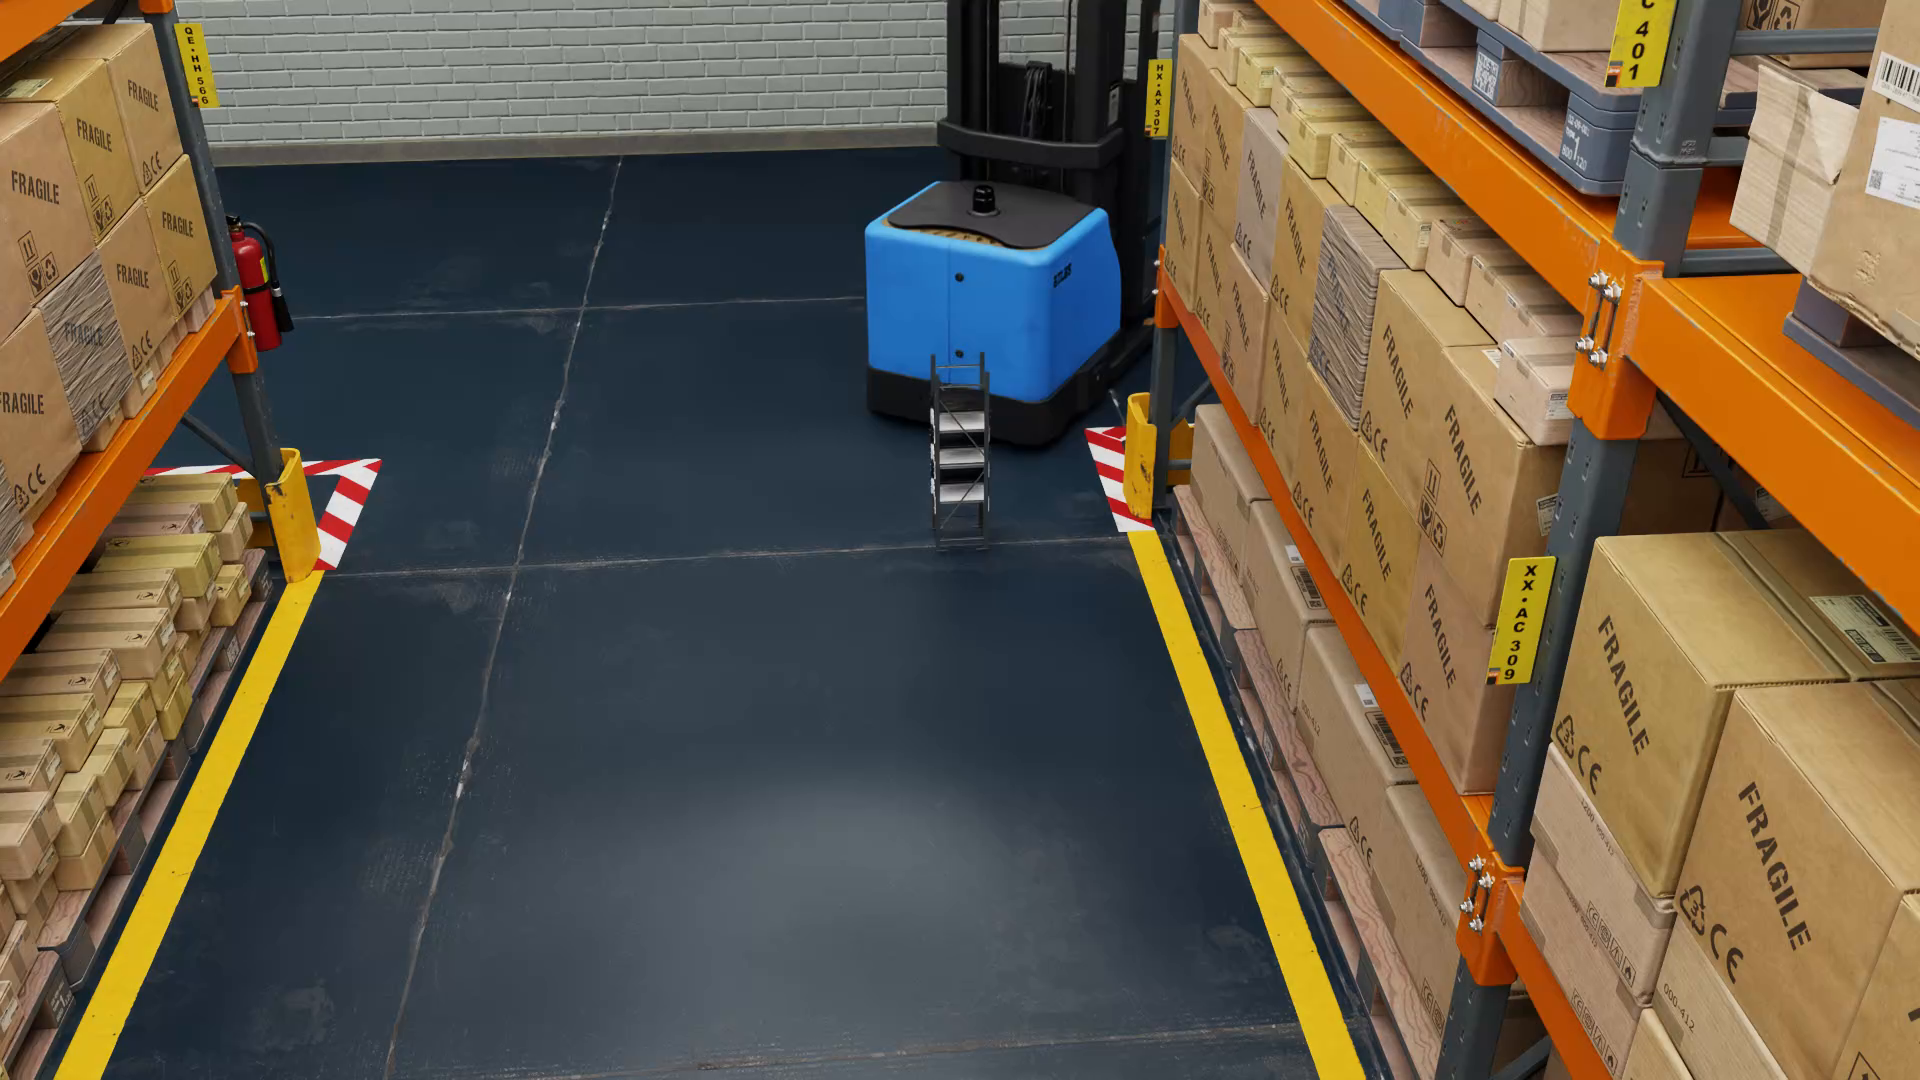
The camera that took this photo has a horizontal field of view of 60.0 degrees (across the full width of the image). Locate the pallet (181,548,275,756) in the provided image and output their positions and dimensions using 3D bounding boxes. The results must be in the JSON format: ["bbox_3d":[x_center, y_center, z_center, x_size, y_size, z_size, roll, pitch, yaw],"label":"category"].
[{"bbox_3d":[-3.478,0.455,6.782,1.003,0.211,1.213,-3,31,-5],"label":"pallet"}]

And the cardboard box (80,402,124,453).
[{"bbox_3d":[-3.148,-0.415,5.765,0.380,0.149,0.250,-4,31,-7],"label":"cardboard box"}]

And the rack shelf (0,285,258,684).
[{"bbox_3d":[-3.339,0.133,5.304,1.077,0.370,4.000,-3,31,-5],"label":"rack shelf"}]

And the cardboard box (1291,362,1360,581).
[{"bbox_3d":[1.353,-0.230,5.112,0.500,0.500,0.500,-3,31,-5],"label":"cardboard box"}]

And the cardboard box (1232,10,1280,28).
[{"bbox_3d":[1.246,-1.912,6.320,0.380,0.149,0.250,-2,31,-3],"label":"cardboard box"}]

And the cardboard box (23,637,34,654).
[{"bbox_3d":[-3.737,0.398,6.239,0.380,0.149,0.250,-2,31,-3],"label":"cardboard box"}]

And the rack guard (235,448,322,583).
[{"bbox_3d":[-3.519,-0.085,7.405,1.175,0.500,0.348,-3,31,-5],"label":"rack guard"}]

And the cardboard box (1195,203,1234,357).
[{"bbox_3d":[1.227,-1.013,6.424,0.500,0.500,0.500,-3,31,-5],"label":"cardboard box"}]

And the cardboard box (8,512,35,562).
[{"bbox_3d":[-3.096,-0.012,5.090,0.380,0.149,0.250,-2,31,-3],"label":"cardboard box"}]

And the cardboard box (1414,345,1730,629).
[{"bbox_3d":[1.447,-0.144,3.993,0.500,0.500,0.500,-3,31,-5],"label":"cardboard box"}]

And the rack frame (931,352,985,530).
[{"bbox_3d":[-0.010,-0.442,7.613,0.240,0.900,0.006,-3,31,-5],"label":"rack frame"}]

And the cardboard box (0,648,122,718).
[{"bbox_3d":[-3.152,0.516,5.752,0.380,0.149,0.250,-4,31,-6],"label":"cardboard box"}]

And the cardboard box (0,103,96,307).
[{"bbox_3d":[-3.131,-1.052,5.223,0.500,0.500,0.500,-1,31,-2],"label":"cardboard box"}]

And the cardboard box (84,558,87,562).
[{"bbox_3d":[-3.670,0.010,6.599,0.380,0.149,0.250,-2,31,-4],"label":"cardboard box"}]

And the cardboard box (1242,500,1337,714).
[{"bbox_3d":[1.648,0.233,6.524,0.875,0.438,0.875,-2,31,-3],"label":"cardboard box"}]

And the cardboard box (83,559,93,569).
[{"bbox_3d":[-3.733,-0.001,6.908,0.380,0.149,0.250,-2,31,-3],"label":"cardboard box"}]

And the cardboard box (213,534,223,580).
[{"bbox_3d":[-3.222,0.111,6.720,0.380,0.149,0.250,-3,31,-6],"label":"cardboard box"}]

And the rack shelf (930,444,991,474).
[{"bbox_3d":[-0.001,-0.362,7.543,0.258,0.077,0.200,-3,31,-5],"label":"rack shelf"}]

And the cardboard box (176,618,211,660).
[{"bbox_3d":[-3.206,0.371,6.575,0.380,0.149,0.250,-3,31,-5],"label":"cardboard box"}]

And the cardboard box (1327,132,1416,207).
[{"bbox_3d":[1.326,-1.117,4.990,0.380,0.149,0.250,-3,31,-5],"label":"cardboard box"}]

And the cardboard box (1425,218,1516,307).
[{"bbox_3d":[1.449,-0.732,4.346,0.380,0.149,0.250,-3,31,-5],"label":"cardboard box"}]

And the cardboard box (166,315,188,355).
[{"bbox_3d":[-3.228,-0.808,6.422,0.380,0.149,0.250,-3,31,-5],"label":"cardboard box"}]

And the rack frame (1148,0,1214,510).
[{"bbox_3d":[1.393,-1.486,7.313,1.000,3.000,0.127,-3,31,-5],"label":"rack frame"}]

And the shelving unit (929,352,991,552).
[{"bbox_3d":[-0.001,-0.390,7.526,0.258,0.900,0.210,-3,31,-5],"label":"shelving unit"}]

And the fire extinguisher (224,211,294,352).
[{"bbox_3d":[-3.090,-1.155,7.197,0.296,0.674,0.183,-3,31,-5],"label":"fire extinguisher"}]

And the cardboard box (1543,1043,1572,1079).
[{"bbox_3d":[1.904,1.601,3.807,0.875,0.875,0.875,-2,31,-3],"label":"cardboard box"}]

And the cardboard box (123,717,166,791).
[{"bbox_3d":[-3.078,0.764,5.917,0.380,0.149,0.250,-2,31,-4],"label":"cardboard box"}]

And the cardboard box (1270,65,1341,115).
[{"bbox_3d":[1.275,-1.508,5.645,0.380,0.149,0.250,-2,31,-4],"label":"cardboard box"}]

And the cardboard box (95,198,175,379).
[{"bbox_3d":[-3.185,-0.888,5.923,0.500,0.500,0.500,-3,31,-5],"label":"cardboard box"}]

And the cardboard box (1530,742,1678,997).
[{"bbox_3d":[1.527,0.644,3.405,0.500,0.250,0.500,-4,31,-6],"label":"cardboard box"}]

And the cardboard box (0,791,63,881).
[{"bbox_3d":[-3.007,0.911,5.090,0.380,0.149,0.250,-2,31,-4],"label":"cardboard box"}]

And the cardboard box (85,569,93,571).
[{"bbox_3d":[-3.796,0.129,6.979,0.380,0.149,0.250,-2,31,-4],"label":"cardboard box"}]

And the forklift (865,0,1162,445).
[{"bbox_3d":[0.618,-2.470,9.028,1.130,2.935,3.031,14,34,23],"label":"forklift"}]

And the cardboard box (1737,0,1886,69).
[{"bbox_3d":[1.921,-1.308,3.485,0.500,0.500,0.500,-2,31,-4],"label":"cardboard box"}]

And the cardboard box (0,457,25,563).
[{"bbox_3d":[-3.012,-0.102,4.608,0.500,0.500,0.500,-3,31,-6],"label":"cardboard box"}]

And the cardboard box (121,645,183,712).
[{"bbox_3d":[-3.081,0.504,6.062,0.380,0.149,0.250,-2,31,-4],"label":"cardboard box"}]

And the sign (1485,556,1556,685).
[{"bbox_3d":[1.214,0.178,3.605,0.100,0.325,0.005,-3,31,-5],"label":"sign"}]

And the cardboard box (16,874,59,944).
[{"bbox_3d":[-3.100,1.164,5.246,0.380,0.149,0.250,-4,31,-7],"label":"cardboard box"}]

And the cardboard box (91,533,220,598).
[{"bbox_3d":[-3.107,0.106,6.437,0.380,0.149,0.250,-3,31,-6],"label":"cardboard box"}]

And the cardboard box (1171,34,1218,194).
[{"bbox_3d":[1.154,-1.699,6.597,0.500,0.500,0.500,-3,31,-6],"label":"cardboard box"}]

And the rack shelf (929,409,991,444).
[{"bbox_3d":[-0.001,-0.516,7.451,0.258,0.077,0.200,-3,31,-5],"label":"rack shelf"}]

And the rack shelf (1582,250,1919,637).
[{"bbox_3d":[1.953,0.598,1.599,1.077,0.370,4.000,-3,31,-5],"label":"rack shelf"}]

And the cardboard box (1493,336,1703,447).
[{"bbox_3d":[1.421,-0.336,3.683,0.380,0.149,0.250,-3,31,-6],"label":"cardboard box"}]

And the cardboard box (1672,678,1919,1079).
[{"bbox_3d":[1.596,0.581,2.780,0.500,0.500,0.500,-3,31,-5],"label":"cardboard box"}]

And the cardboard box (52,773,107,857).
[{"bbox_3d":[-3.025,0.902,5.396,0.380,0.149,0.250,-3,31,-5],"label":"cardboard box"}]

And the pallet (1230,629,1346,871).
[{"bbox_3d":[1.656,0.737,6.310,1.003,0.211,1.213,-3,31,-5],"label":"pallet"}]

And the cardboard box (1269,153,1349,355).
[{"bbox_3d":[1.313,-0.919,5.291,0.500,0.500,0.500,-3,31,-4],"label":"cardboard box"}]

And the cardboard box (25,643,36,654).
[{"bbox_3d":[-3.745,0.521,6.323,0.380,0.149,0.250,-2,31,-4],"label":"cardboard box"}]

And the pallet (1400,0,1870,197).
[{"bbox_3d":[1.700,-1.112,3.847,1.003,0.211,1.213,-3,31,-5],"label":"pallet"}]
